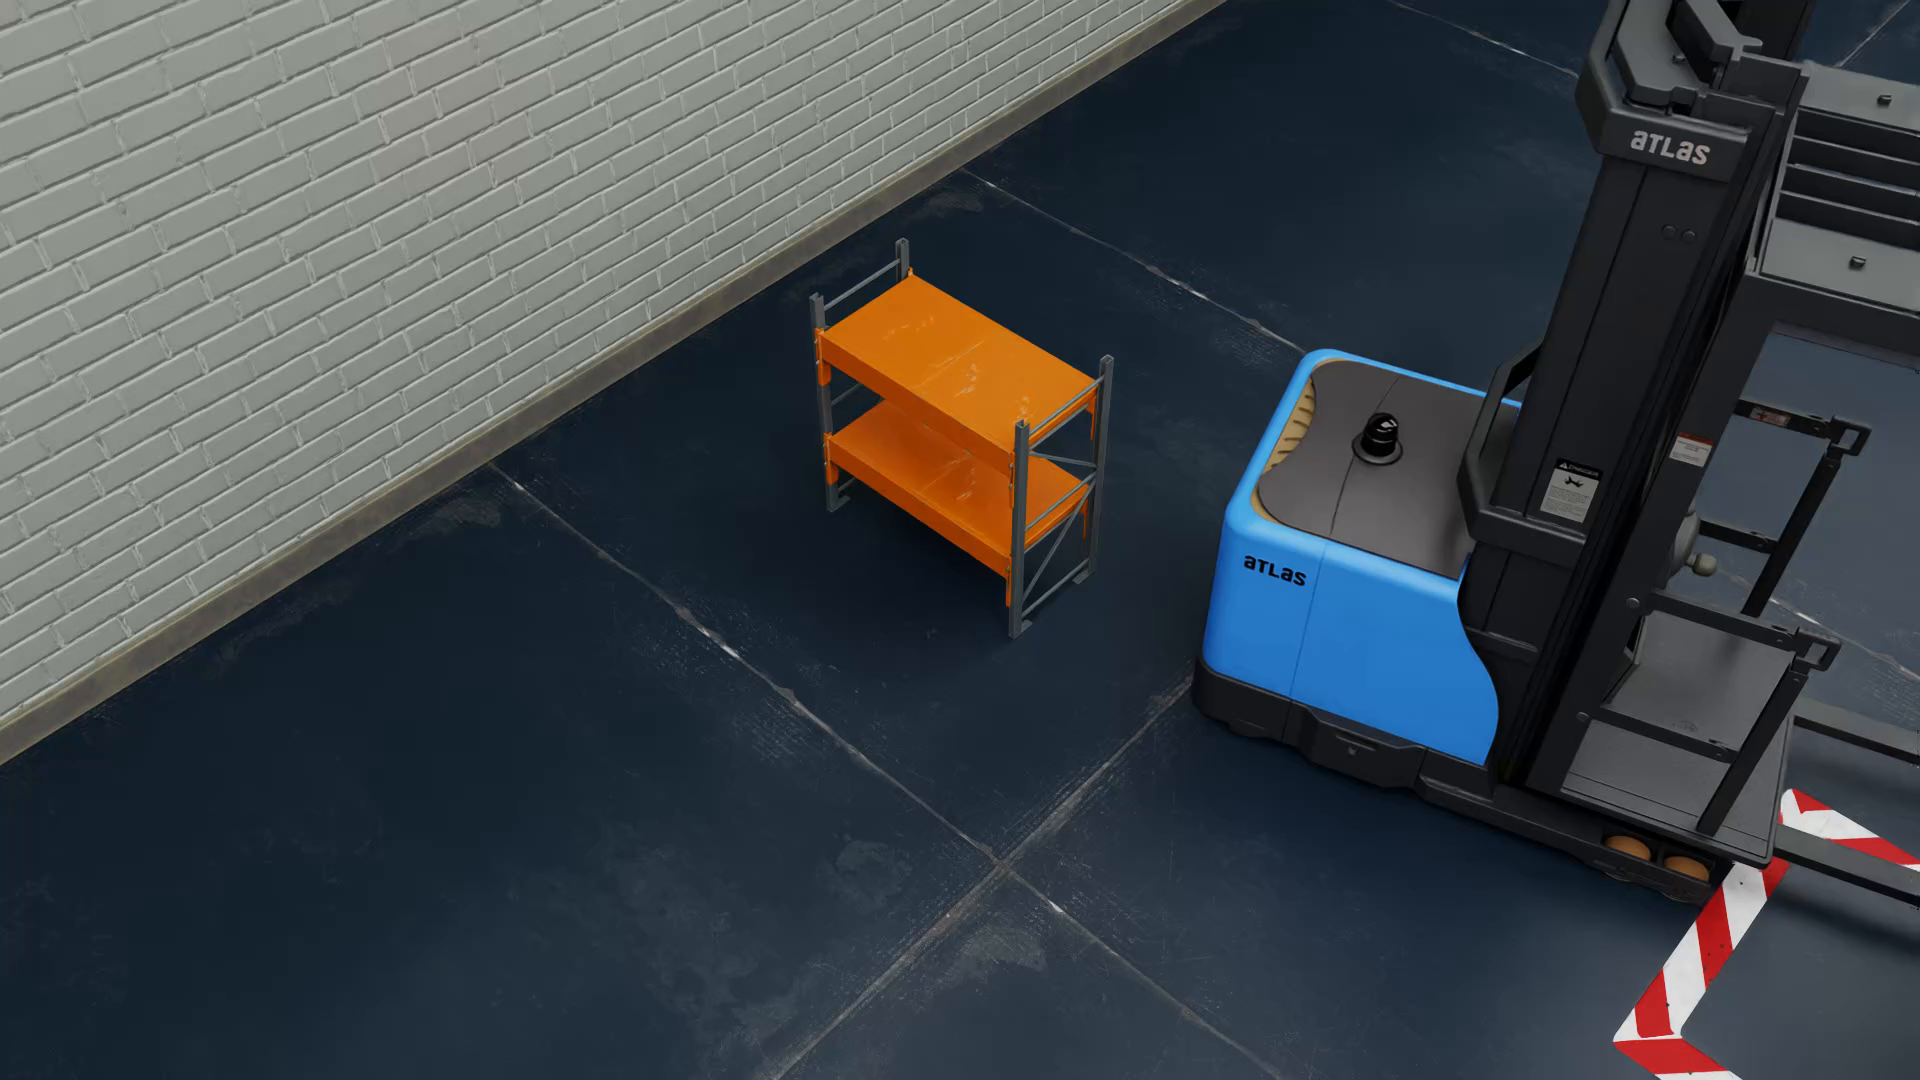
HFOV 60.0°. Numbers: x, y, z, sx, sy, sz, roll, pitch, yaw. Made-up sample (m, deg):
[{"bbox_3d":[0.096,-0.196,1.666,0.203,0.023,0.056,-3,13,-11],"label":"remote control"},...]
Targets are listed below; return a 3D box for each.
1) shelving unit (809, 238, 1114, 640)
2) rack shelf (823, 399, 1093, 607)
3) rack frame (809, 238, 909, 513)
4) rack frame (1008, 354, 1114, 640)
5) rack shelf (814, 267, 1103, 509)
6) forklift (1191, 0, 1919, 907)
[{"bbox_3d":[-0.005,-0.388,6.452,1.048,1.125,0.538,34,55,28],"label":"shelving unit"},{"bbox_3d":[-0.005,-0.221,6.630,1.000,0.278,0.538,34,55,28],"label":"rack shelf"},{"bbox_3d":[-0.379,-0.640,6.688,0.032,1.125,0.500,34,55,28],"label":"rack frame"},{"bbox_3d":[0.369,-0.137,6.216,0.032,1.125,0.500,34,55,28],"label":"rack frame"},{"bbox_3d":[-0.005,-0.589,6.238,1.000,0.278,0.538,34,55,28],"label":"rack shelf"},{"bbox_3d":[2.422,-0.210,5.045,3.031,2.935,1.130,19,50,17],"label":"forklift"}]
